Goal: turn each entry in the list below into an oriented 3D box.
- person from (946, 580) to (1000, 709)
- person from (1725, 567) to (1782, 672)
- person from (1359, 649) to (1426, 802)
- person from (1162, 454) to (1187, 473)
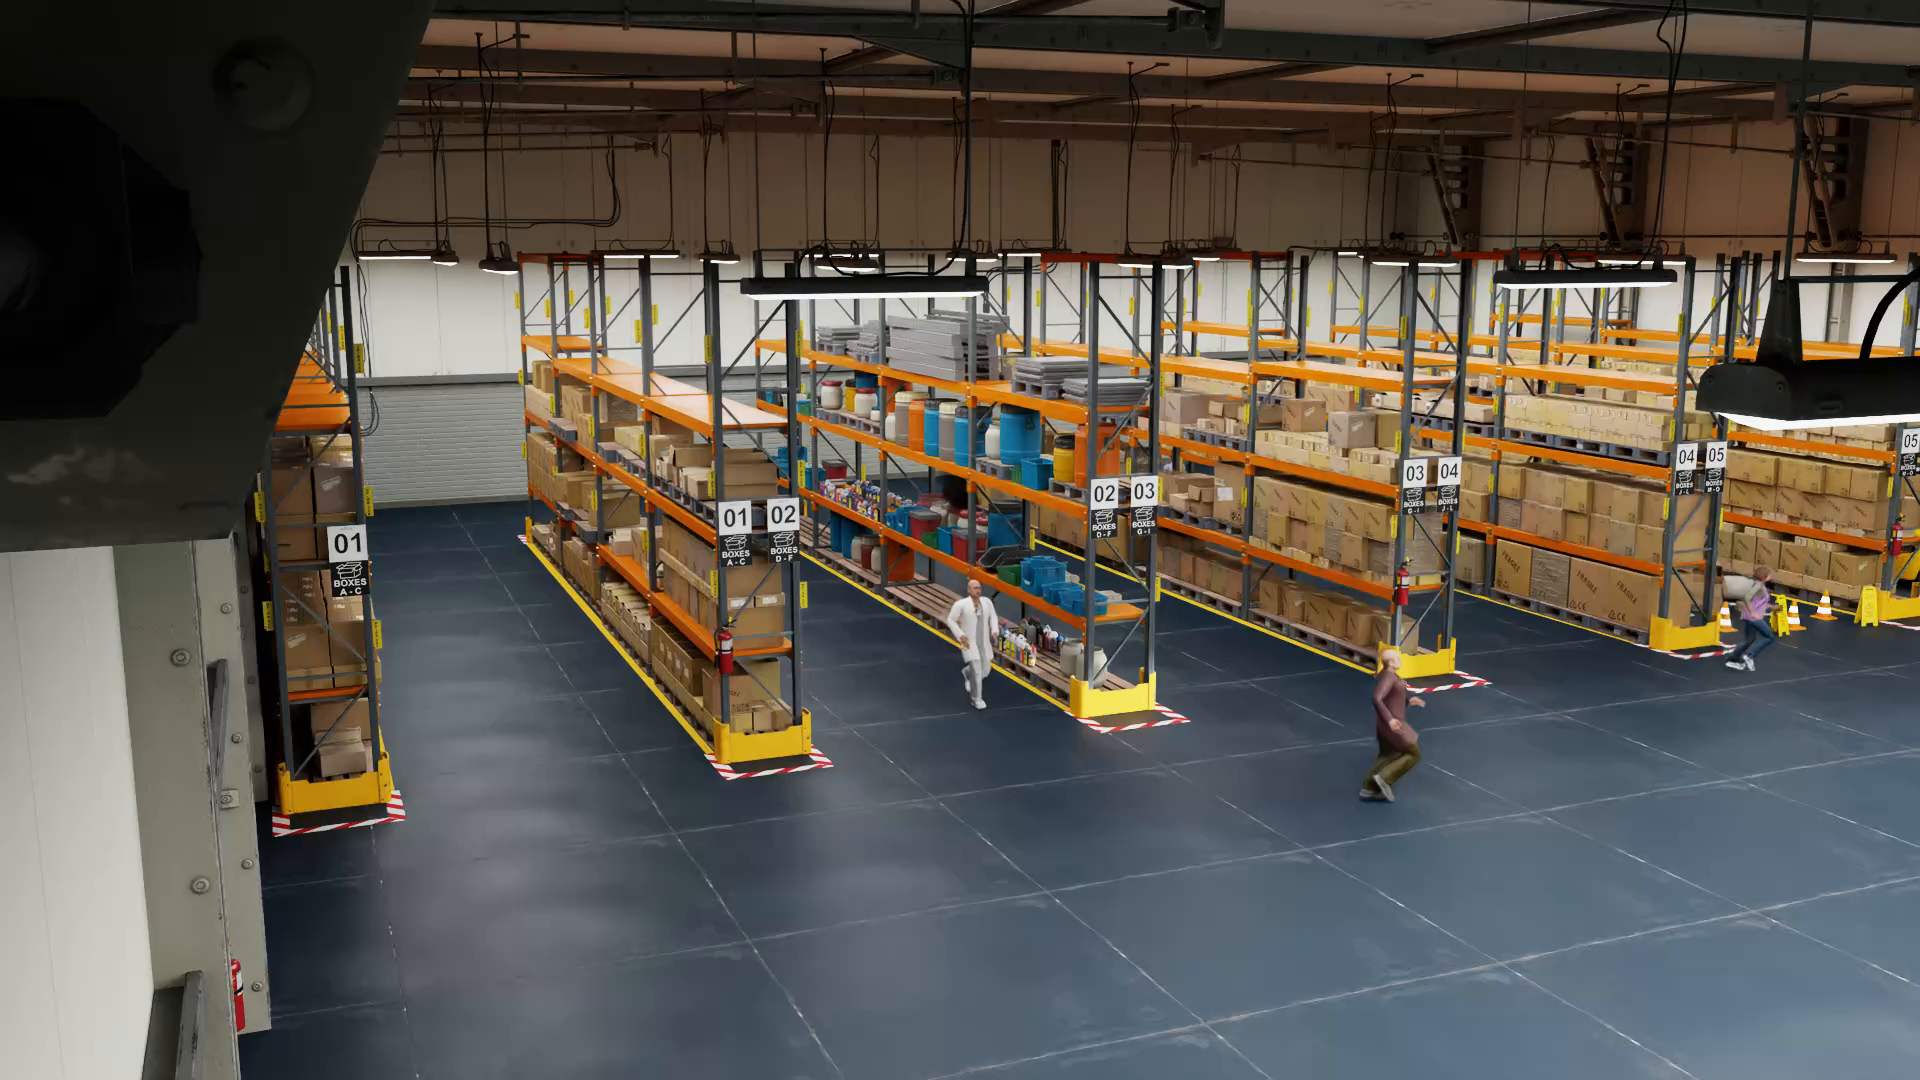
[{"bbox_3d":[0.171,1.481,22.647,0.751,1.536,0.774,-6,12,-28],"label":"person"},{"bbox_3d":[11.651,1.151,24.373,0.695,1.549,0.468,4,11,19],"label":"person"},{"bbox_3d":[4.893,2.084,18.729,0.700,1.742,0.694,0,10,1],"label":"person"},{"bbox_3d":[4.755,-1.141,36.860,0.622,1.605,0.636,-3,11,-14],"label":"person"}]
